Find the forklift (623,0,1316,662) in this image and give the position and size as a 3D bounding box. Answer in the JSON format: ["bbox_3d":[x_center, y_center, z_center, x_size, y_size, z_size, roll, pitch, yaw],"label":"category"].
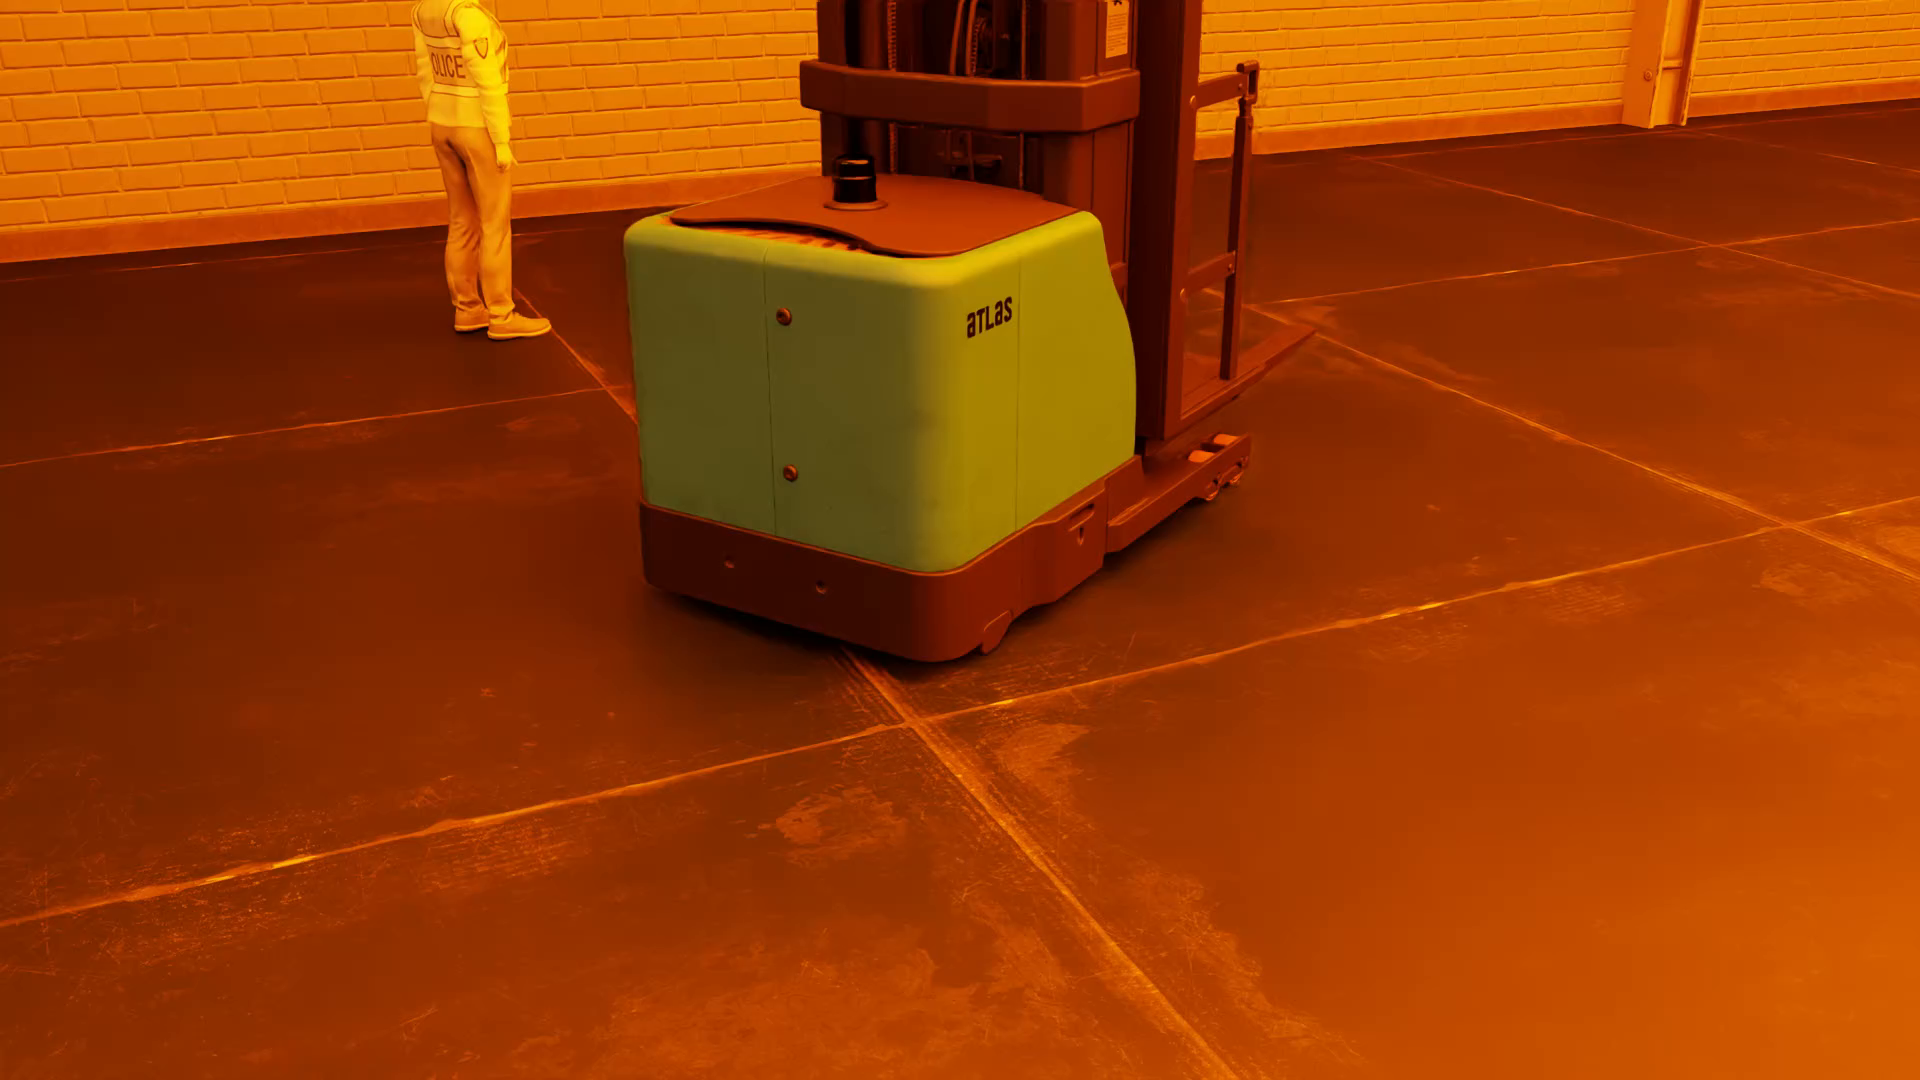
[{"bbox_3d":[0.318,-1.563,5.050,1.130,2.935,3.031,13,26,29],"label":"forklift"}]

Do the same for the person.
[{"bbox_3d":[-2.046,-1.701,7.004,0.466,1.691,0.334,18,28,36],"label":"person"}]
